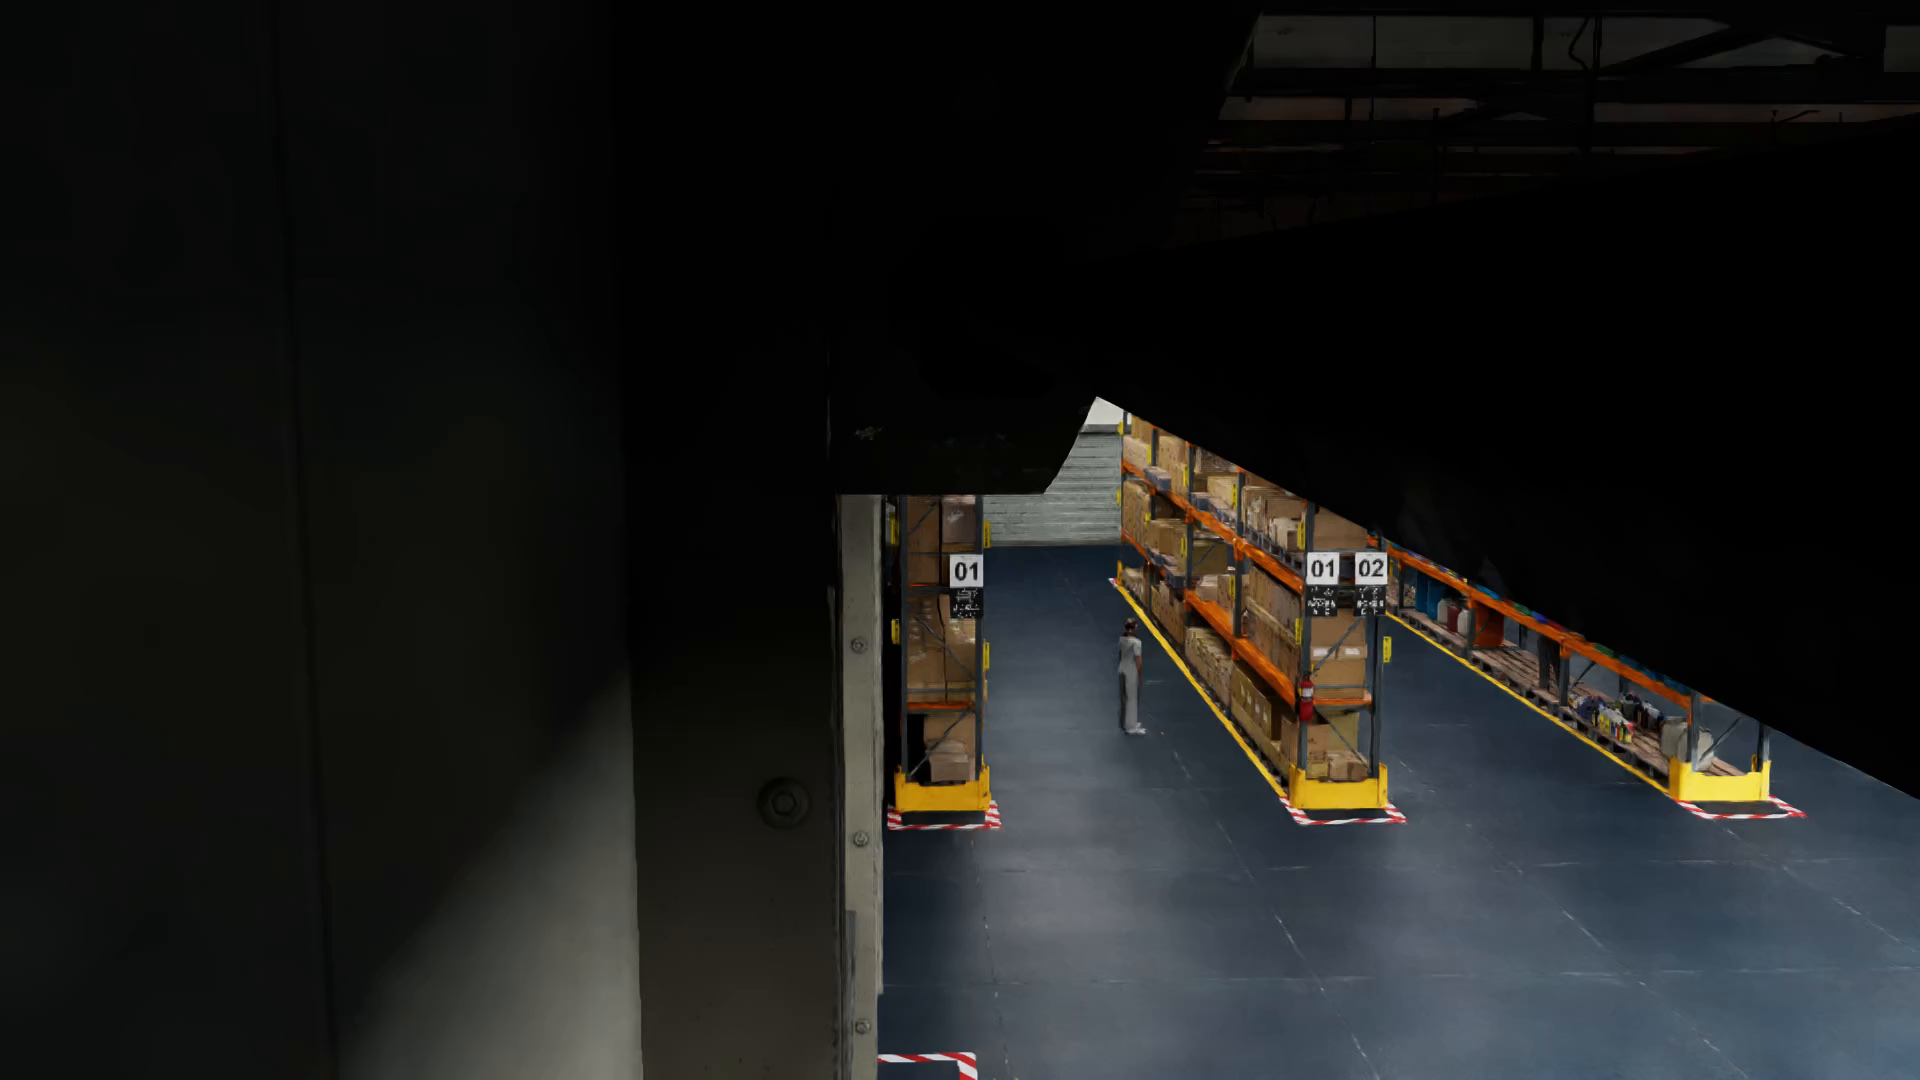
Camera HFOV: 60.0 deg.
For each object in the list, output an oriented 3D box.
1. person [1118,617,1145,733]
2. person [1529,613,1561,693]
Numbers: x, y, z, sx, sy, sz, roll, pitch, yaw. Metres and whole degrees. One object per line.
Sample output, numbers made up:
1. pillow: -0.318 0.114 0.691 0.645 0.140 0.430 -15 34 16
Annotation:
1. person: 2.504 1.942 24.147 0.432 1.677 0.496 -5 10 -32
2. person: 9.133 1.528 25.698 0.477 1.660 0.523 -1 9 -9
